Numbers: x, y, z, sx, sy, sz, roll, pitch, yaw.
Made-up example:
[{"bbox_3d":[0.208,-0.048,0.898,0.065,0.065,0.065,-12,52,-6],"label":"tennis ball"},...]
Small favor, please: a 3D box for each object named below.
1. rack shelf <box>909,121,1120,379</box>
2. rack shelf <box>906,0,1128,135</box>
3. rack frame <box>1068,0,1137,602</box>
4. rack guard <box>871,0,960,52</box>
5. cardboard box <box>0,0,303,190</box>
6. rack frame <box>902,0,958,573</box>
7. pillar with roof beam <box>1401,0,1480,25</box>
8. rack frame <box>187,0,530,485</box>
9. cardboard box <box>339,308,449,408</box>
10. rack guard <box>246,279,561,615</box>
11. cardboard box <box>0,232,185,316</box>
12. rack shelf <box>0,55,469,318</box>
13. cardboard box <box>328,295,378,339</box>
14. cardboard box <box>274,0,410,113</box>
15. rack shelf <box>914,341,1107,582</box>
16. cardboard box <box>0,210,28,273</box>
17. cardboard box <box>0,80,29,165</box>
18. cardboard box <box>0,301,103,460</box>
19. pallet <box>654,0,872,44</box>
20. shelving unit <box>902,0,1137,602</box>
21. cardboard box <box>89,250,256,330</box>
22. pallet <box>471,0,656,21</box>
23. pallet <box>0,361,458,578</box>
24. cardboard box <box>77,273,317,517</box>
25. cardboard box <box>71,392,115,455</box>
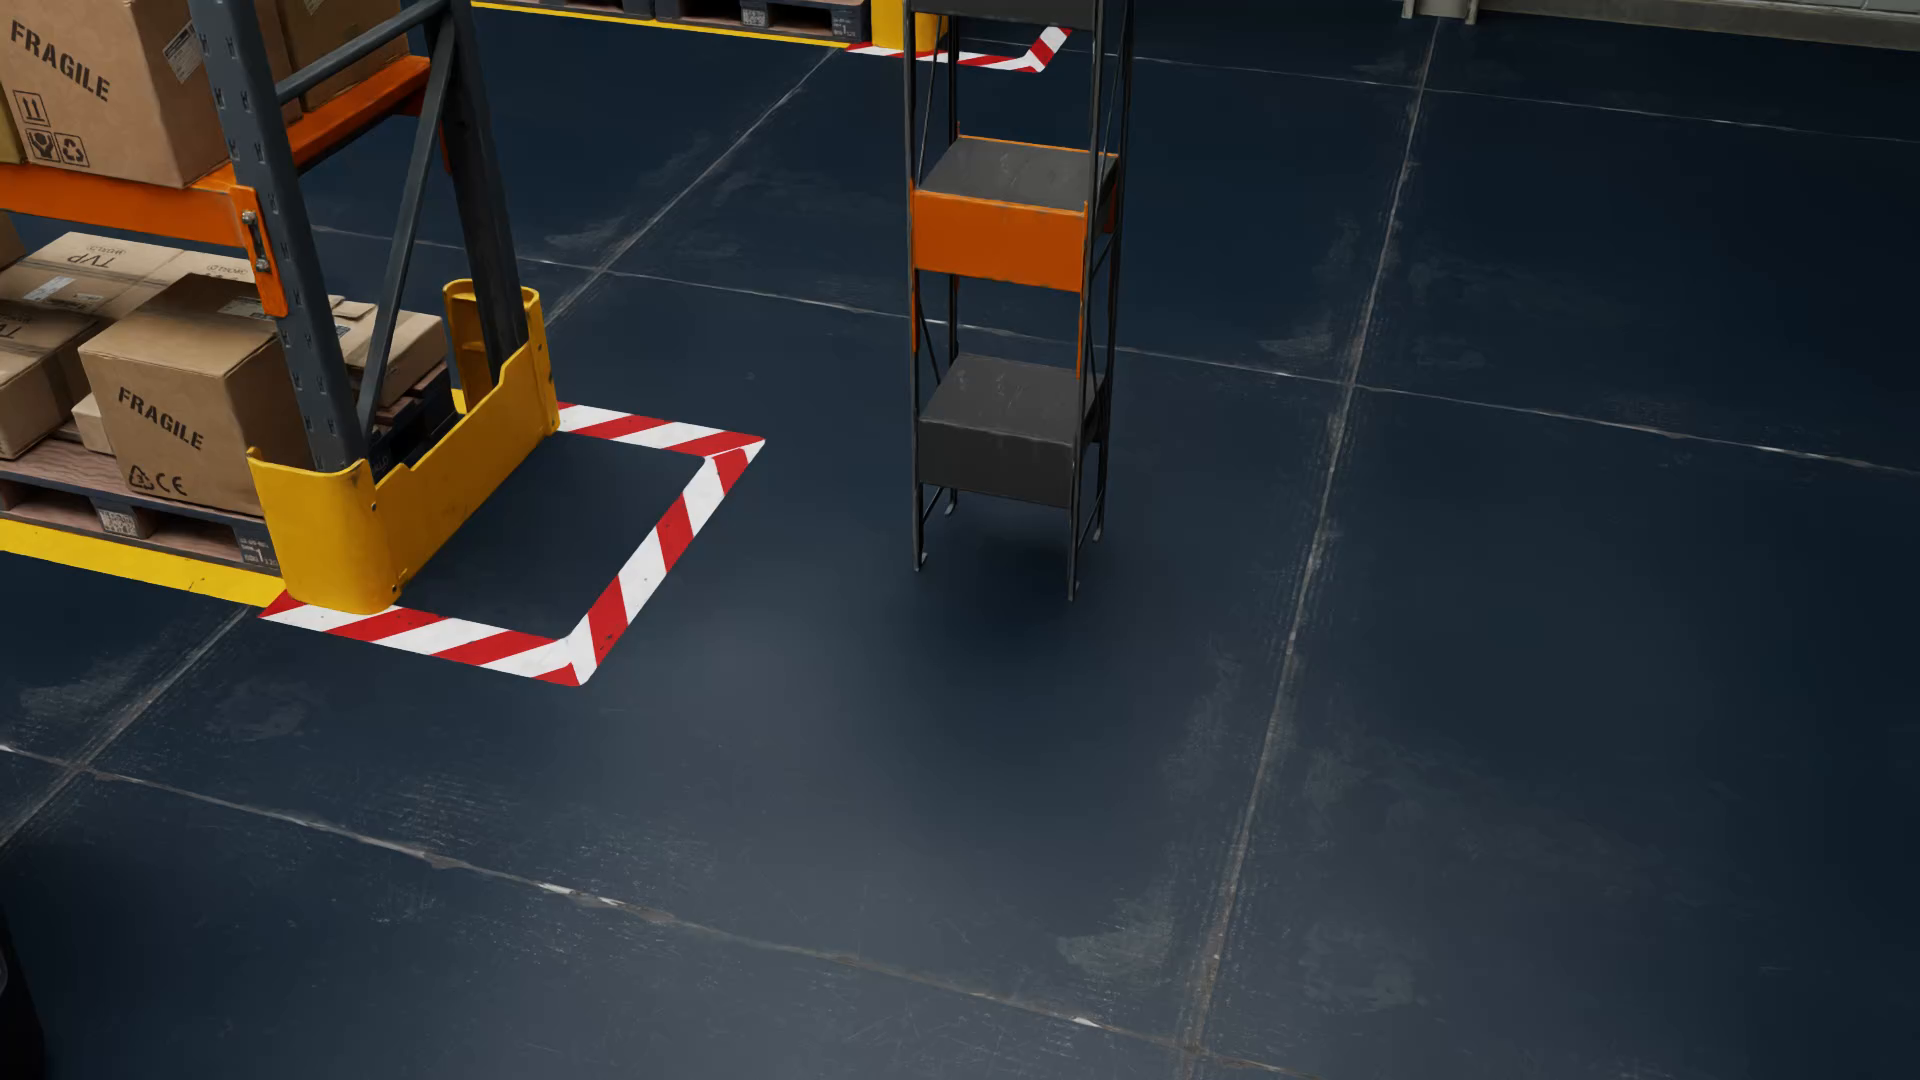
[{"bbox_3d":[0.158,-0.805,4.596,0.480,0.518,0.431,10,38,14],"label":"rack shelf"},{"bbox_3d":[0.158,-1.369,4.181,0.480,0.518,0.431,10,38,14],"label":"rack shelf"},{"bbox_3d":[0.391,-0.773,4.529,0.015,2.100,0.400,10,38,14],"label":"rack frame"},{"bbox_3d":[-0.146,-3.114,9.059,0.348,0.500,1.175,10,38,14],"label":"rack guard"},{"bbox_3d":[-2.151,-1.287,4.384,0.500,0.500,0.500,12,38,15],"label":"cardboard box"},{"bbox_3d":[-0.075,-0.860,4.646,0.015,2.100,0.400,10,38,14],"label":"rack frame"},{"bbox_3d":[1.382,-4.118,3.253,0.400,9.000,9.100,10,38,14],"label":"pillar with roof beam"},{"bbox_3d":[-1.642,-1.322,4.515,0.127,3.000,1.000,10,38,14],"label":"rack frame"},{"bbox_3d":[-1.940,-0.619,5.595,0.250,0.149,0.380,10,38,14],"label":"cardboard box"},{"bbox_3d":[-1.715,-0.328,5.274,0.348,0.500,1.175,10,38,14],"label":"rack guard"},{"bbox_3d":[-3.031,-0.825,5.789,0.500,0.250,0.500,10,38,14],"label":"cardboard box"},{"bbox_3d":[-3.551,-1.385,5.209,4.000,0.370,1.077,10,38,14],"label":"rack shelf"},{"bbox_3d":[-2.178,-0.670,5.649,0.250,0.166,0.380,10,38,14],"label":"cardboard box"},{"bbox_3d":[-1.987,-1.589,4.795,0.500,0.500,0.500,11,38,15],"label":"cardboard box"},{"bbox_3d":[0.158,-0.242,5.011,0.480,0.518,0.431,10,38,14],"label":"rack shelf"},{"bbox_3d":[-3.666,-0.871,5.638,0.637,0.503,0.797,10,38,14],"label":"cardboard box"},{"bbox_3d":[-2.647,-1.377,4.506,0.500,0.500,0.500,11,38,14],"label":"cardboard box"},{"bbox_3d":[-3.133,-0.533,5.392,0.500,0.250,0.500,10,38,14],"label":"cardboard box"},{"bbox_3d":[-0.955,-3.099,9.283,1.213,0.211,1.003,10,38,14],"label":"pallet"},{"bbox_3d":[0.158,-0.816,4.588,0.503,2.100,0.431,10,38,14],"label":"shelving unit"},{"bbox_3d":[-2.554,-0.736,5.668,0.500,0.250,0.500,10,38,14],"label":"cardboard box"},{"bbox_3d":[-2.116,-3.316,9.577,1.213,0.211,1.003,10,38,14],"label":"pallet"},{"bbox_3d":[-2.476,-0.352,5.551,1.213,0.211,1.003,10,38,14],"label":"pallet"},{"bbox_3d":[-2.235,-0.449,5.067,0.500,0.500,0.500,10,38,14],"label":"cardboard box"},{"bbox_3d":[-2.595,-0.437,5.332,0.250,0.166,0.380,10,38,14],"label":"cardboard box"}]
